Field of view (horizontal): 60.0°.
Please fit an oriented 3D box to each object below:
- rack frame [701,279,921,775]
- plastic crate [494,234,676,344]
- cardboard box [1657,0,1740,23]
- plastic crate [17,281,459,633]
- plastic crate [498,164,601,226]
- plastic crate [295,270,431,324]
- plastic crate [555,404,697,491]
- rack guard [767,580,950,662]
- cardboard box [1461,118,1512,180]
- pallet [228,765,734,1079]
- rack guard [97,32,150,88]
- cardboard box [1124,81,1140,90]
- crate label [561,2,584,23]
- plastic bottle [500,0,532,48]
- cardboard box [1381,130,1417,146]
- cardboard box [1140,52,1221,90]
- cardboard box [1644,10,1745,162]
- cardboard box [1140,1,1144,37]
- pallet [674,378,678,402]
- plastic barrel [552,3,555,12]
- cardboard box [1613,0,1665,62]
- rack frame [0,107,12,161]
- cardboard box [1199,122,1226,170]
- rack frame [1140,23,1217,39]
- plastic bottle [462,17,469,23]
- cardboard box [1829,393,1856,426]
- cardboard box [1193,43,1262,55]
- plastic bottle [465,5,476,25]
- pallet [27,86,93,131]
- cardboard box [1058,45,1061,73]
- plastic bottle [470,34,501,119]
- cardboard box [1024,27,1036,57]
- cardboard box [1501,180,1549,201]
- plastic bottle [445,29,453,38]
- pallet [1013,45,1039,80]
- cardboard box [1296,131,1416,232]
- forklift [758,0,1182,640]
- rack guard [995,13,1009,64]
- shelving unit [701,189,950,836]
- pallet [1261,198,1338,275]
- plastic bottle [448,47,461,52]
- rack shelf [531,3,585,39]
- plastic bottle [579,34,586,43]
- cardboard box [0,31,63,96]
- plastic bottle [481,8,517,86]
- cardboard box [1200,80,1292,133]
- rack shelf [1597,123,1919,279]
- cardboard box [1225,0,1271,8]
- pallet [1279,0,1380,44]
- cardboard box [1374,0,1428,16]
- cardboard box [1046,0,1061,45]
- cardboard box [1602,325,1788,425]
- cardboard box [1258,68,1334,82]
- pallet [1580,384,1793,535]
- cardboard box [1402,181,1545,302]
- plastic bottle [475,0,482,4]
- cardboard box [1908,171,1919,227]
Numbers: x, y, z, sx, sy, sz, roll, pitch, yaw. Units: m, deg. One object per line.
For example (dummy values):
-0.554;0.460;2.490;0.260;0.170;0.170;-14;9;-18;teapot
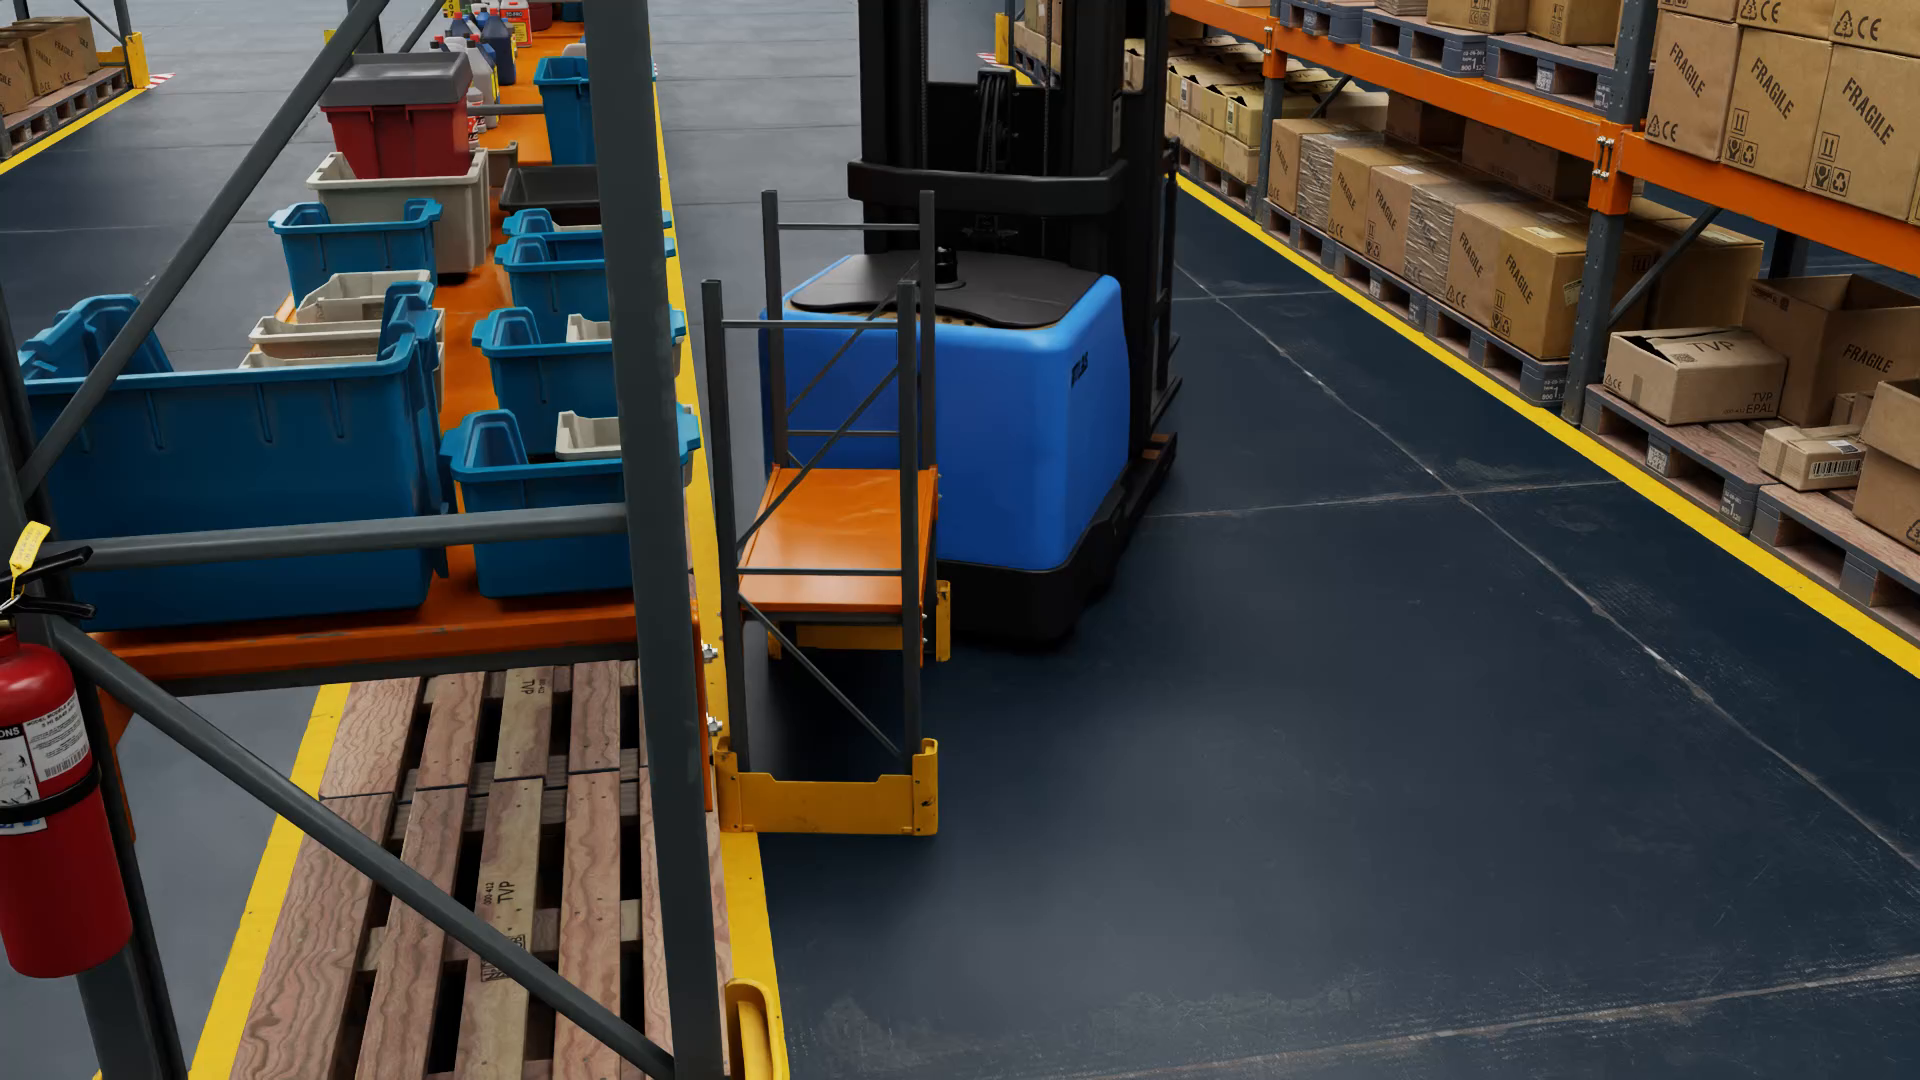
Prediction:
-0.354;0.083;4.185;0.500;1.500;0.032;1;24;1;rack frame
-0.885;-0.587;3.980;0.416;0.233;0.300;-4;24;-10;plastic crate
3.020;-2.233;6.241;0.500;0.500;0.500;-4;24;-8;cardboard box
-1.165;-0.158;2.746;0.616;0.435;0.499;-4;24;-10;plastic crate
-1.188;-1.051;5.178;0.437;0.125;0.590;-4;24;-10;plastic crate
-1.436;-0.549;4.013;0.298;0.136;0.250;-4;24;-10;plastic crate
-0.620;-0.157;3.117;0.250;0.136;0.298;-4;24;-10;plastic crate
-0.325;0.257;5.349;0.587;0.250;0.087;1;24;1;rack guard
3.081;-2.134;9.025;0.500;0.250;0.500;-5;24;-11;cardboard box
-1.034;0.954;3.802;1.003;0.211;1.213;-4;24;-10;pallet
-8.732;-4.748;16.497;1.175;0.500;0.348;-4;24;-10;rack guard
1.654;-3.636;13.739;0.500;0.250;0.500;-4;24;-8;cardboard box
-2.317;-3.571;10.633;0.502;0.435;0.616;-4;24;-10;crate label
-2.487;-2.904;9.306;0.152;0.276;0.135;-4;24;-10;plastic bottle
2.873;-2.214;10.146;0.500;0.500;0.500;-3;24;-8;cardboard box
1.746;-3.690;13.160;0.500;0.311;0.500;-5;24;-11;cardboard box
3.036;-1.761;6.408;0.500;0.500;0.500;-4;24;-8;cardboard box
1.852;-4.760;15.374;0.500;0.500;0.500;-4;24;-10;cardboard box
-1.761;-0.599;7.358;1.003;0.211;1.213;-4;24;-10;pallet
-2.799;-3.584;10.568;0.421;0.512;0.421;0;24;0;plastic barrel
3.342;-2.376;7.294;0.700;0.500;0.500;-13;27;-27;cardboard box
-8.006;-4.350;12.463;1.000;3.000;0.127;-4;24;-10;rack frame
2.034;-2.832;11.898;0.500;0.250;0.500;-5;24;-10;cardboard box
1.730;-5.082;14.138;1.000;3.000;0.127;-4;24;-10;rack frame
-2.471;-2.479;8.340;0.097;0.271;0.097;0;24;0;plastic bottle
3.722;-0.484;6.623;0.380;0.149;0.250;-4;24;-10;cardboard box
2.189;-3.929;13.709;0.500;0.311;0.500;-4;24;-8;cardboard box
-2.571;-2.658;8.734;0.061;0.283;0.133;-4;24;-10;plastic bottle
-8.394;-3.815;14.721;1.003;0.211;1.213;-4;24;-10;pallet
1.240;-4.574;15.885;0.500;0.250;0.500;-4;24;-10;cardboard box
-2.043;-1.968;7.071;0.144;0.351;0.185;-4;24;-10;plastic bottle
0.967;-5.164;17.237;0.500;0.250;0.500;-4;24;-10;cardboard box
3.165;-1.606;8.752;0.500;0.500;0.500;-4;24;-9;cardboard box
-2.366;-2.222;7.735;0.061;0.283;0.133;-4;24;-10;plastic bottle
1.173;-5.080;17.617;1.003;0.211;1.213;-4;24;-10;pallet
2.375;-2.159;10.019;0.500;0.500;0.500;-5;24;-12;cardboard box
0.269;-1.585;6.218;1.130;2.935;3.031;7;25;16;forklift
0.986;-5.519;18.263;1.175;0.500;0.348;-4;24;-10;rack guard
-0.339;-0.116;4.643;0.587;1.500;1.083;1;24;1;shelving unit
2.571;-1.934;10.415;1.003;0.211;1.213;-4;24;-10;pallet
-2.211;-1.987;7.206;0.152;0.276;0.135;-4;24;-10;plastic bottle
-2.769;-3.601;11.645;1.077;0.370;4.000;-4;24;-10;rack shelf
-1.757;-2.290;7.907;0.097;0.271;0.097;0;24;0;plastic bottle
-8.405;-4.244;14.817;0.500;0.500;0.500;-2;24;-5;cardboard box
-2.230;-2.382;8.019;0.144;0.351;0.185;-4;24;-10;plastic bottle
2.028;-3.090;11.787;0.500;0.311;0.500;-5;24;-11;cardboard box
3.579;-0.819;5.276;1.077;0.370;4.000;-4;24;-10;rack shelf
2.032;-3.727;11.349;0.380;0.149;0.250;-4;24;-10;cardboard box
2.664;-3.159;9.976;1.213;0.211;1.003;-4;24;-10;pallet
2.678;-3.134;9.028;0.700;0.500;0.500;0;24;0;cardboard box
1.146;-5.114;16.185;0.500;0.500;0.500;-4;24;-10;cardboard box
3.074;-0.724;6.969;0.500;0.311;0.500;-4;24;-10;cardboard box
2.464;-3.333;12.343;0.500;0.311;0.500;-5;24;-11;cardboard box
3.335;-0.387;6.873;1.003;0.211;1.213;-4;24;-10;pallet
2.661;-1.557;8.640;0.500;0.500;0.500;-4;24;-9;cardboard box
-2.642;-2.843;9.172;0.097;0.271;0.097;0;24;0;plastic bottle
3.319;-1.162;5.039;0.500;0.500;0.500;-5;24;-10;cardboard box
